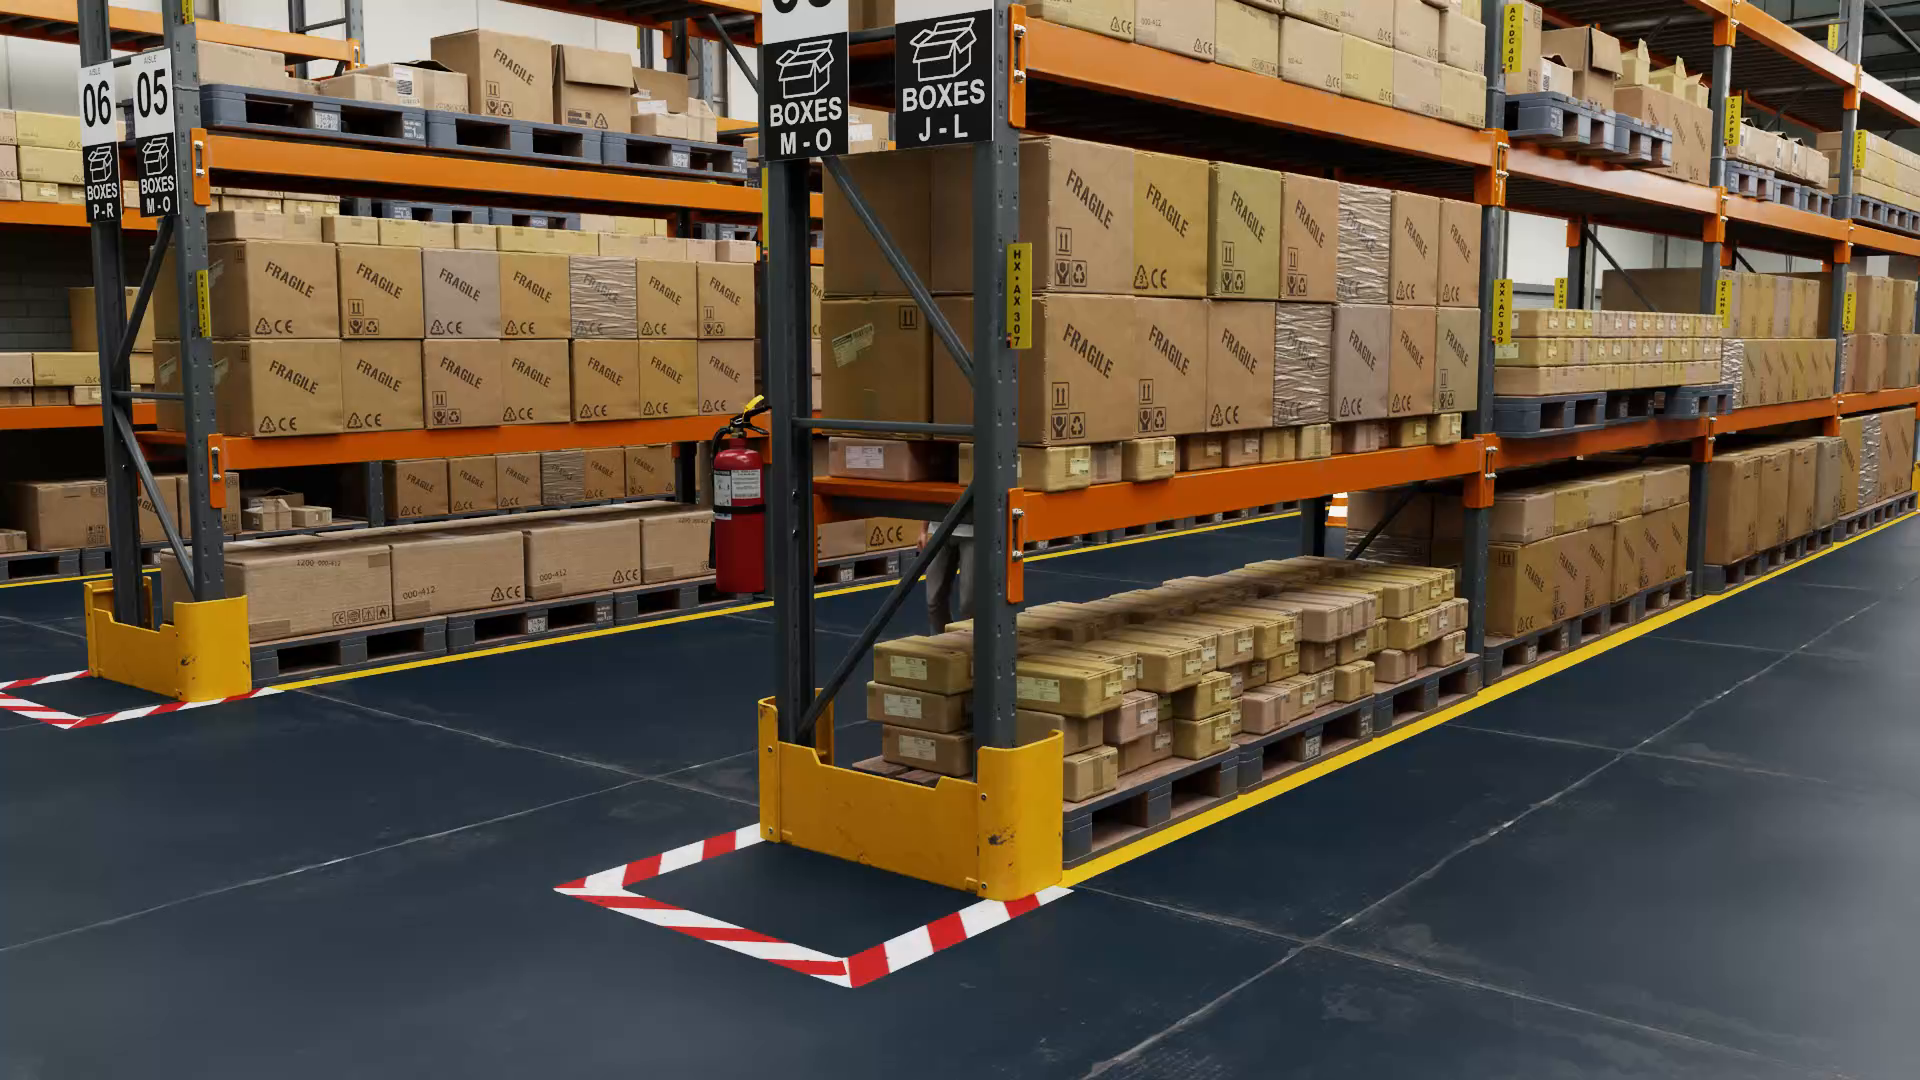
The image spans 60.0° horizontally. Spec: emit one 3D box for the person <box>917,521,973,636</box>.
[{"bbox_3d":[-0.008,0.003,8.342,0.460,1.594,0.343,5,9,38],"label":"person"}]
